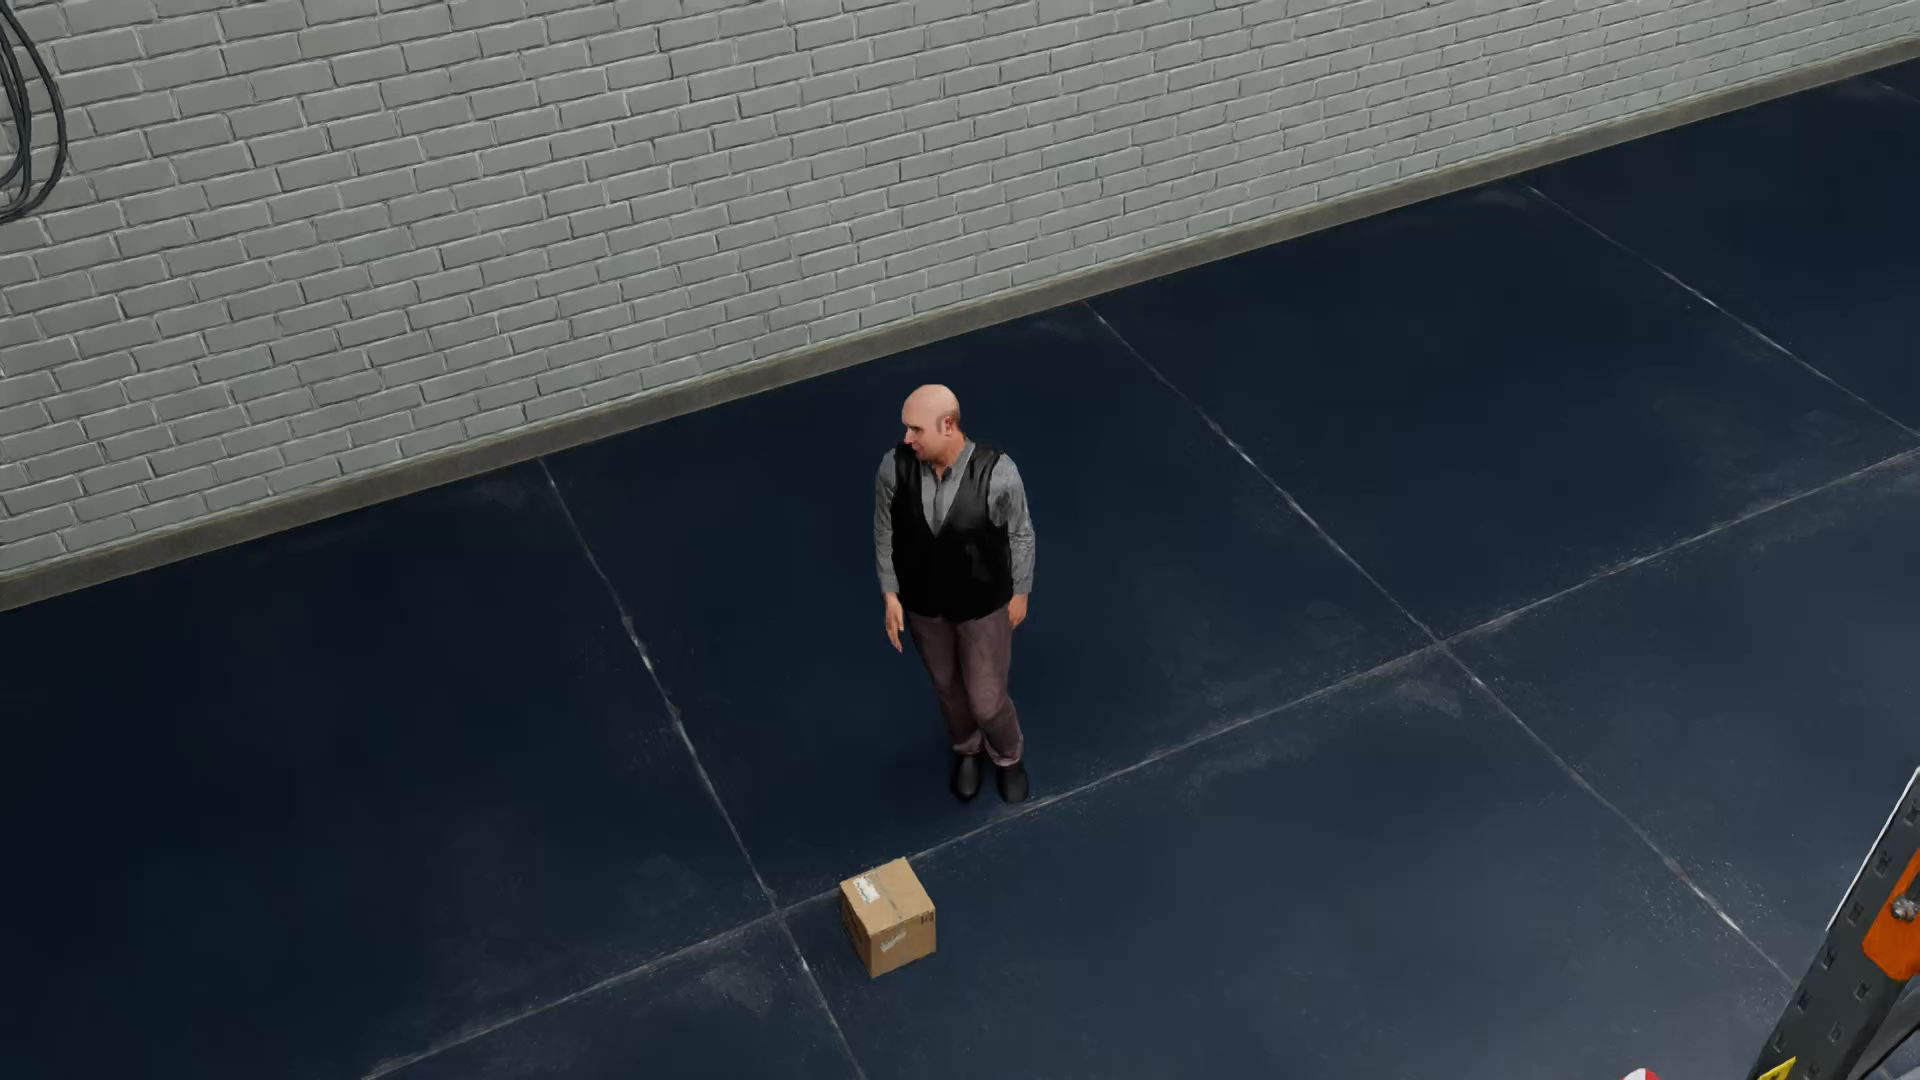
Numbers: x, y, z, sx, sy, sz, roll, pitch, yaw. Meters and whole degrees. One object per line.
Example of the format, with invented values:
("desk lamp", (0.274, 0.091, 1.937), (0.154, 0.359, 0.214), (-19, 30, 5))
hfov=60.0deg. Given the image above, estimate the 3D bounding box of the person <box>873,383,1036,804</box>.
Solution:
("person", (-0.017, 0.255, 5.927), (0.614, 1.761, 0.460), (10, 42, 12))
